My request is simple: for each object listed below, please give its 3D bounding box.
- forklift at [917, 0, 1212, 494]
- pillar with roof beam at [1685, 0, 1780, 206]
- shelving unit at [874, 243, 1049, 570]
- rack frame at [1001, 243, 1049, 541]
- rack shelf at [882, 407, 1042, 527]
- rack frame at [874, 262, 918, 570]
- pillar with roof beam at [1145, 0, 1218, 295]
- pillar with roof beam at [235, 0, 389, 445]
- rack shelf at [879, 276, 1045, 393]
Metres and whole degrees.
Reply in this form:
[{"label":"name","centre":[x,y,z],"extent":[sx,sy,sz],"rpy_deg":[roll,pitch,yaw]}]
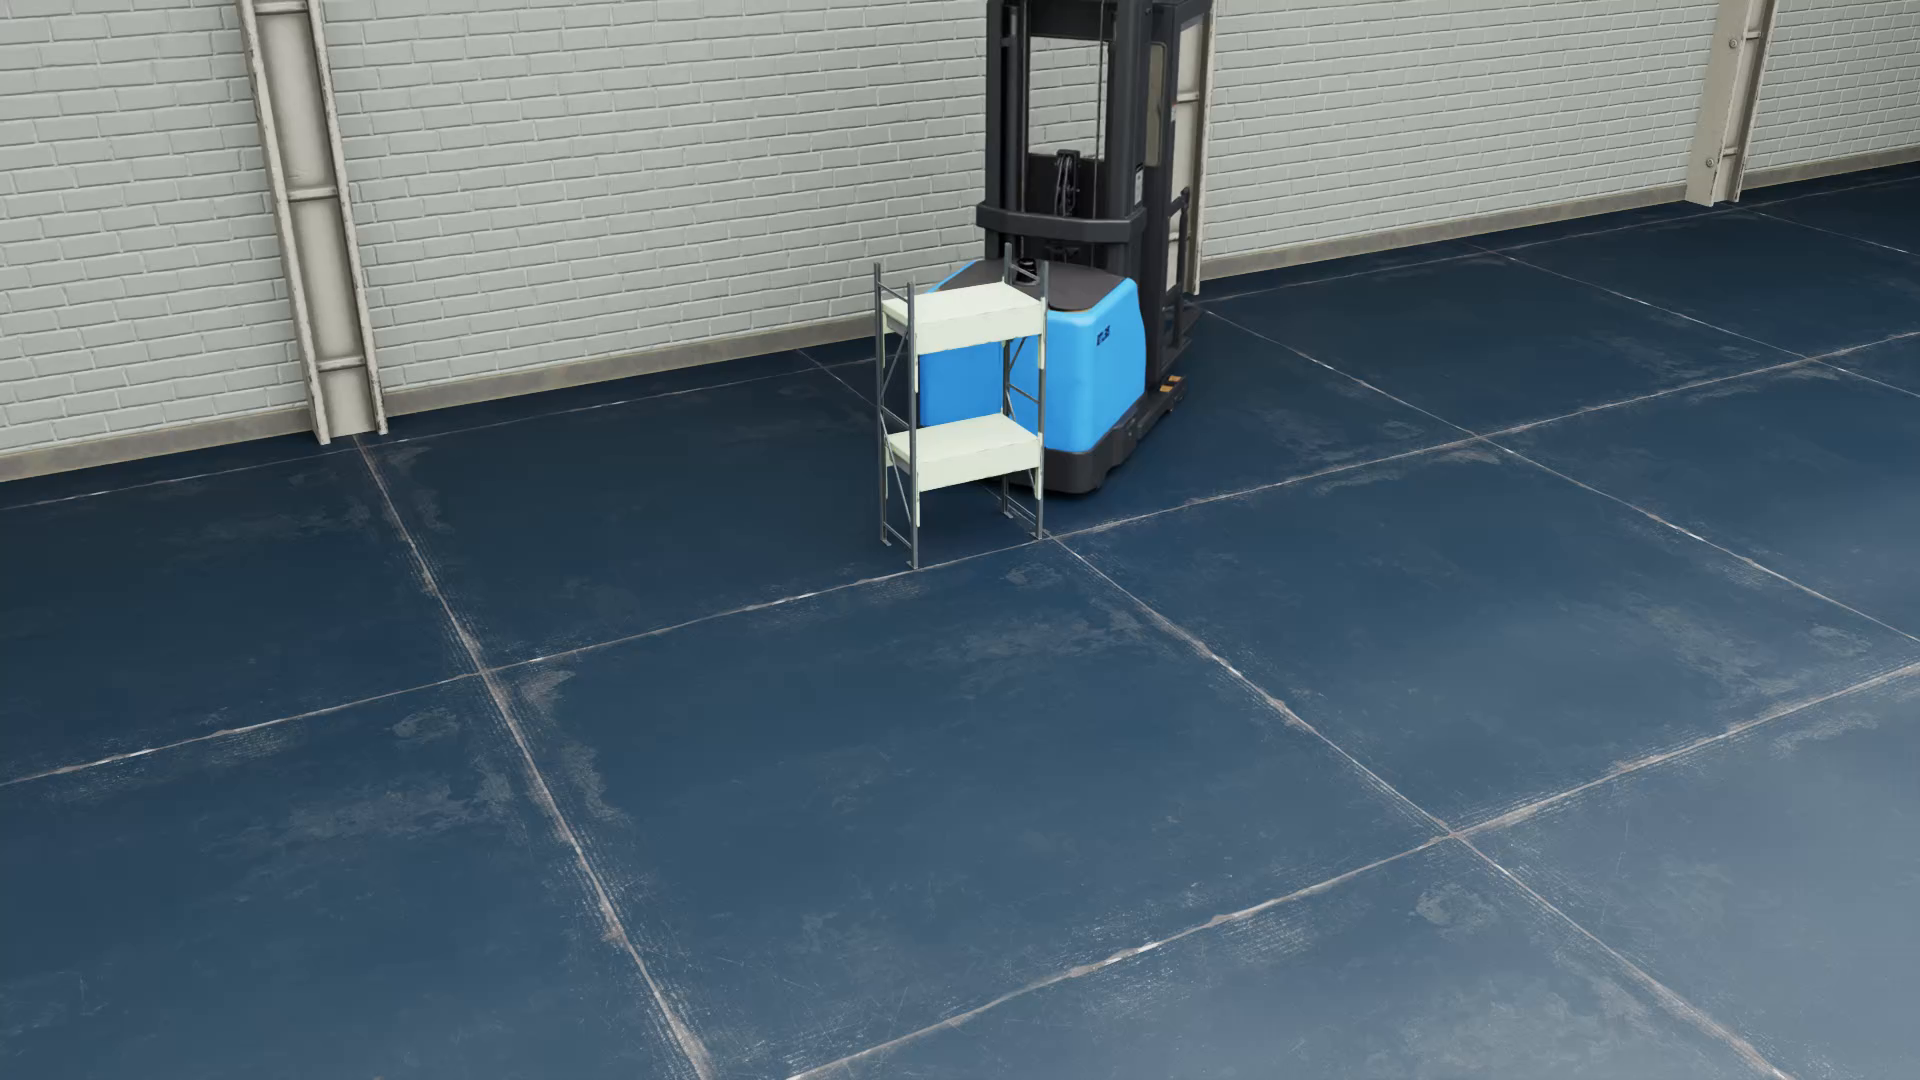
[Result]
[{"label":"forklift","centre":[0.800,-2.188,9.920],"extent":[1.130,2.935,3.031],"rpy_deg":[10,28,21]},{"label":"pillar with roof beam","centre":[8.896,-5.524,9.859],"extent":[0.400,9.000,9.100],"rpy_deg":[-13,29,-25]},{"label":"shelving unit","centre":[0.006,-0.677,8.428],"extent":[0.755,1.500,0.431],"rpy_deg":[-13,29,-25]},{"label":"rack frame","centre":[0.329,-0.752,8.583],"extent":[0.023,1.500,0.400],"rpy_deg":[-13,29,-25]},{"label":"rack shelf","centre":[0.006,-0.384,8.569],"extent":[0.720,0.370,0.431],"rpy_deg":[-13,29,-25]},{"label":"rack frame","centre":[-0.317,-0.603,8.273],"extent":[0.023,1.500,0.400],"rpy_deg":[-13,29,-25]},{"label":"pillar with roof beam","centre":[3.602,-4.302,7.314],"extent":[0.400,9.000,9.100],"rpy_deg":[-13,29,-25]},{"label":"pillar with roof beam","centre":[-1.692,-3.080,4.769],"extent":[0.400,9.000,9.100],"rpy_deg":[-13,29,-25]},{"label":"rack shelf","centre":[0.006,-1.029,8.259],"extent":[0.720,0.370,0.431],"rpy_deg":[-13,29,-25]}]
